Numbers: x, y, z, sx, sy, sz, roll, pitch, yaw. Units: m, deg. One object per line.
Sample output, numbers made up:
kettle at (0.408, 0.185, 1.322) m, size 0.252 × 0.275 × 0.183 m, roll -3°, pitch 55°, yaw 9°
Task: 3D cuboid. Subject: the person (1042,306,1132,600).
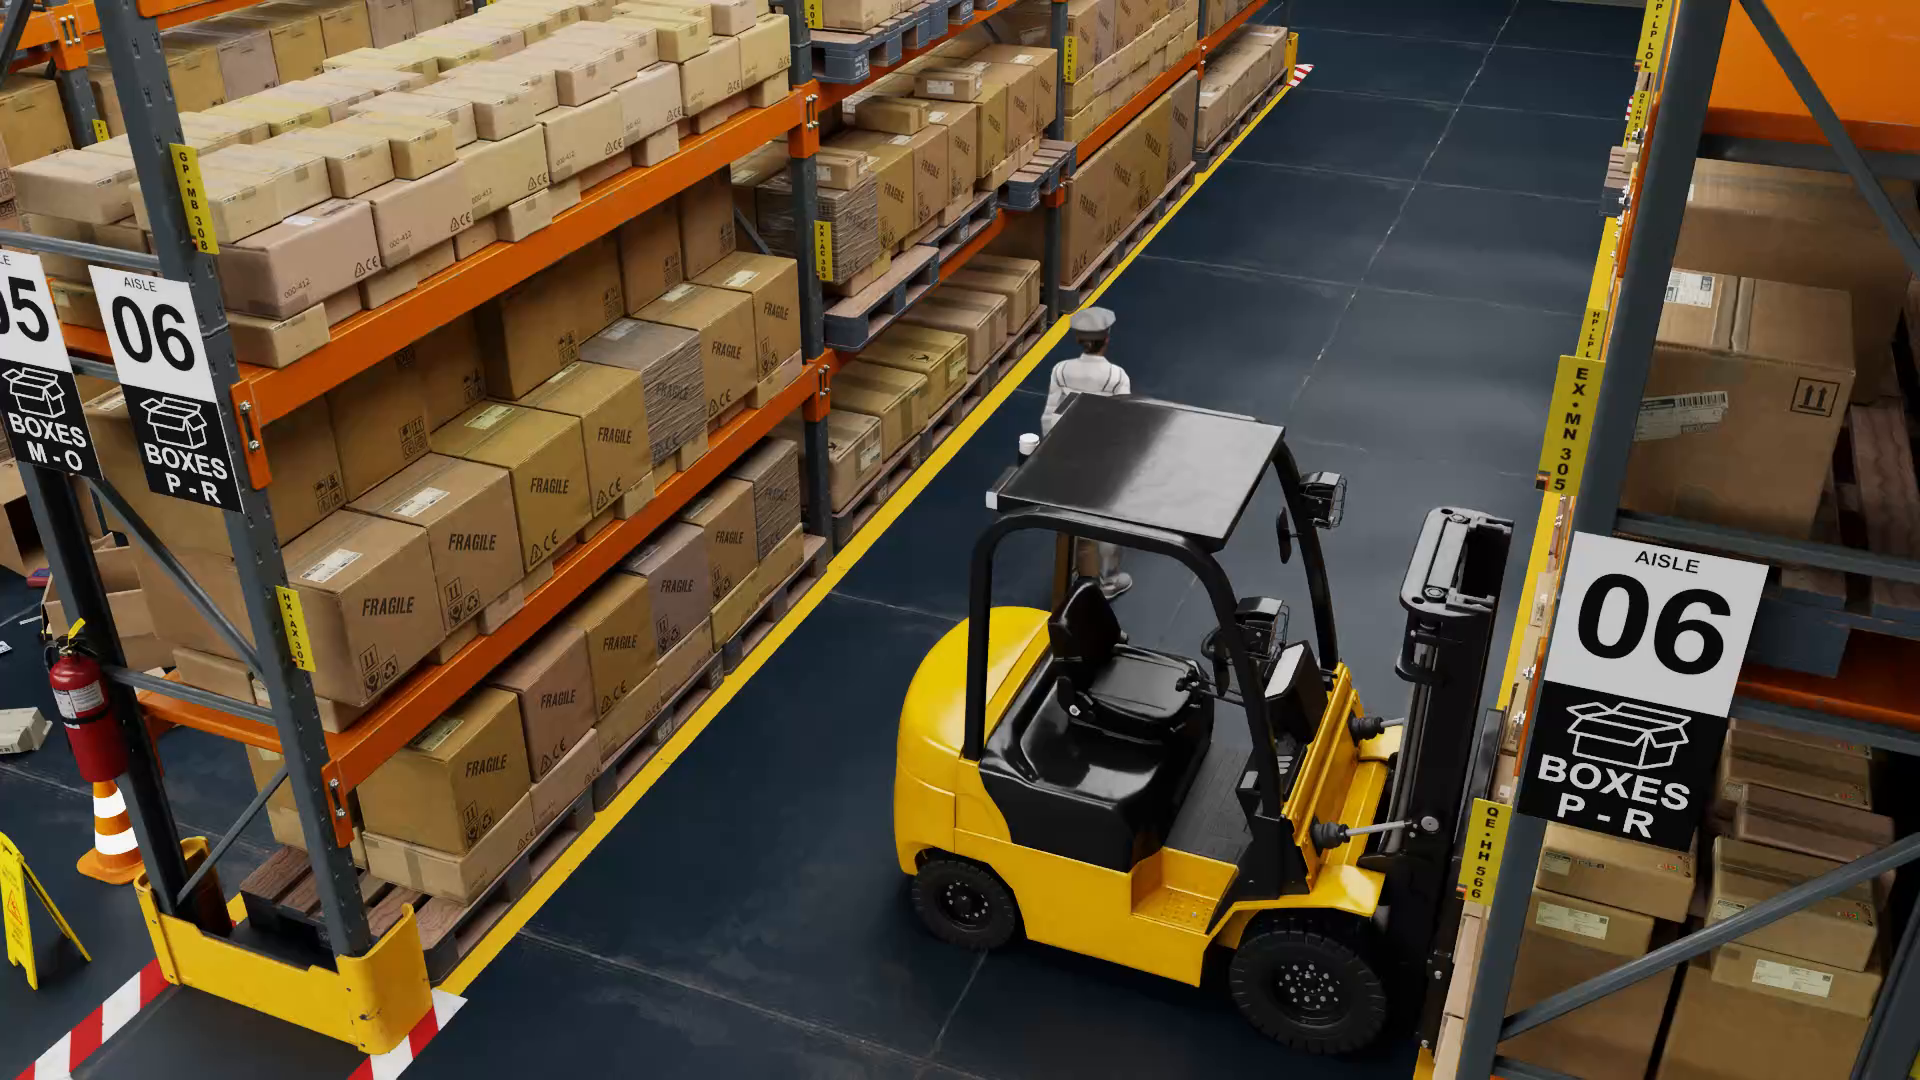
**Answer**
person at (0.714, -0.450, 9.173) m, size 0.528 × 1.664 × 0.374 m, roll 11°, pitch 32°, yaw 19°
